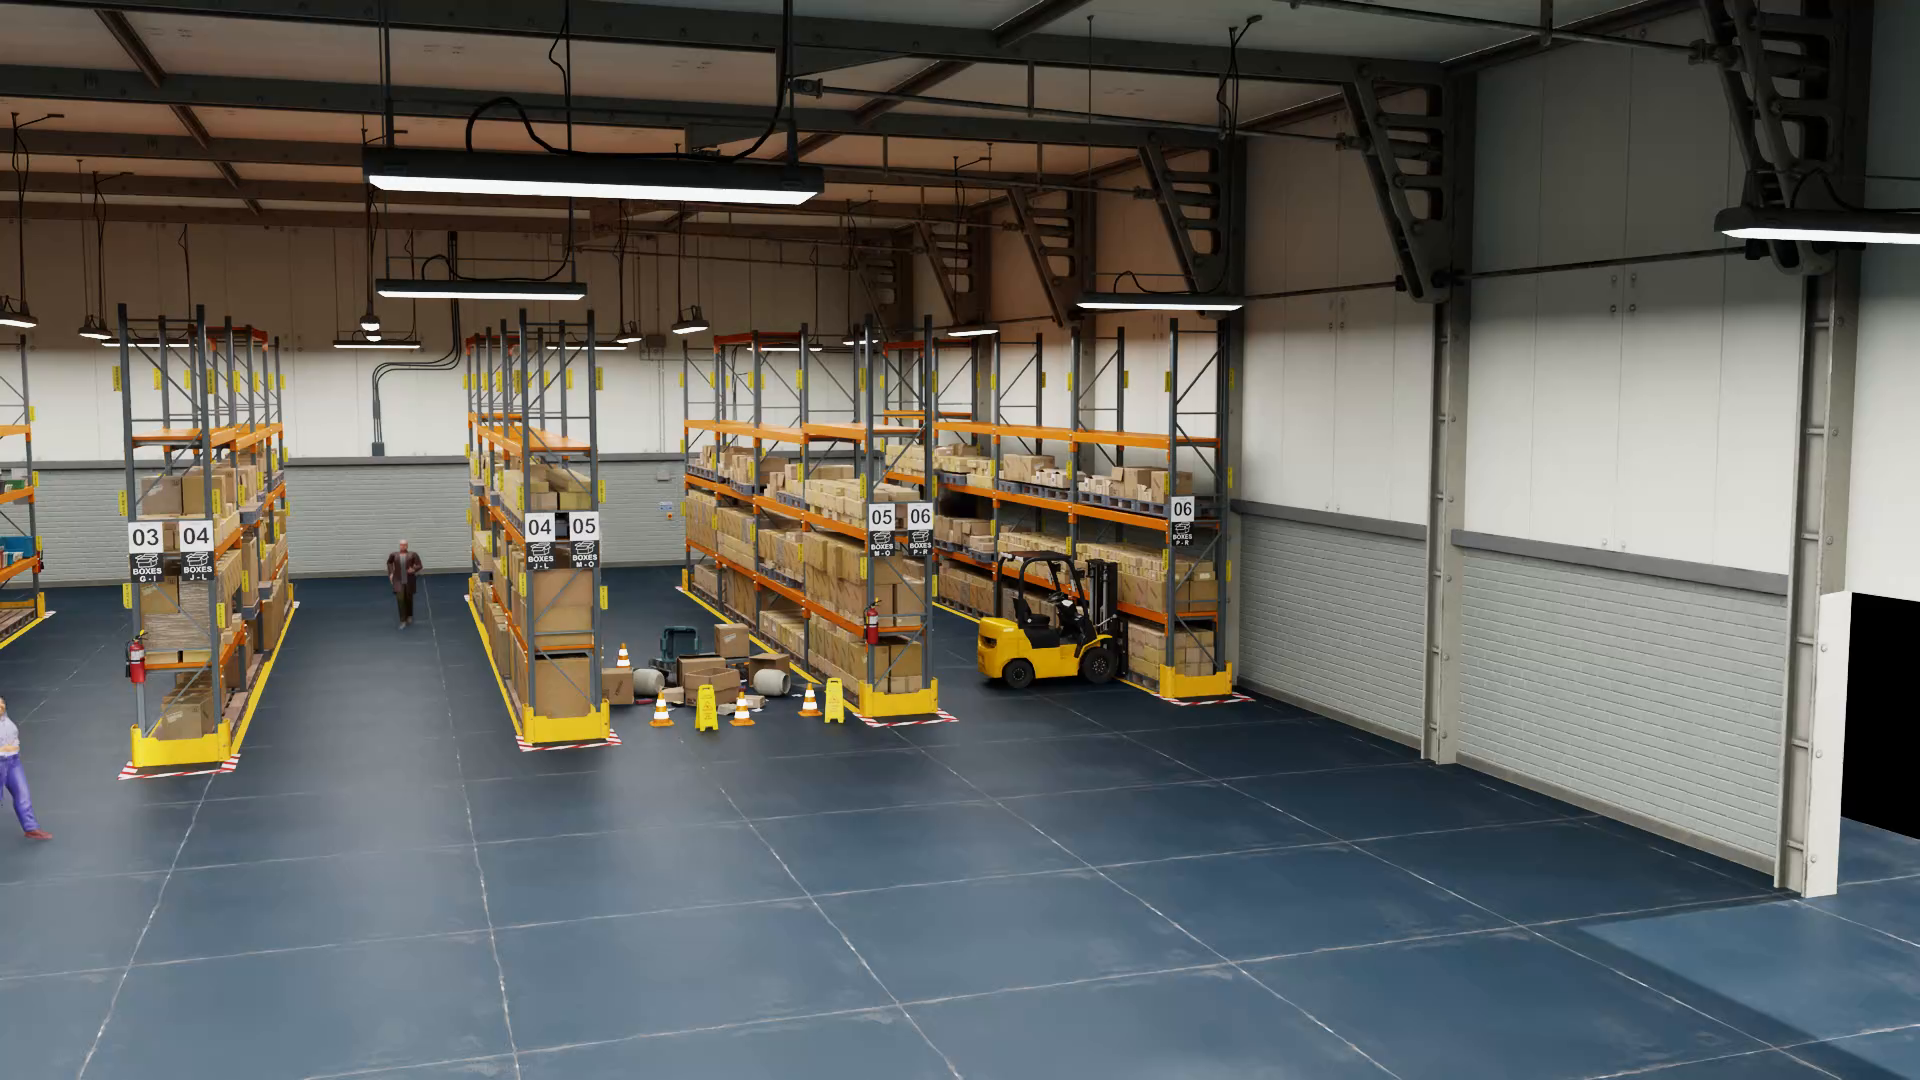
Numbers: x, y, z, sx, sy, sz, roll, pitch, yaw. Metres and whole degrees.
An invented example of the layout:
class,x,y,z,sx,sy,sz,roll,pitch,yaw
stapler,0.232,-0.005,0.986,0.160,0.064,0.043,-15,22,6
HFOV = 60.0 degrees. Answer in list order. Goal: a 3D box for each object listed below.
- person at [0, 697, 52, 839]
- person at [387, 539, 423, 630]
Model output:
class,x,y,z,sx,sy,sz,roll,pitch,yaw
person,-10.407,2.460,18.064,1.021,1.609,0.619,1,6,11
person,-11.366,0.884,34.065,0.703,1.808,0.938,-2,6,-17
